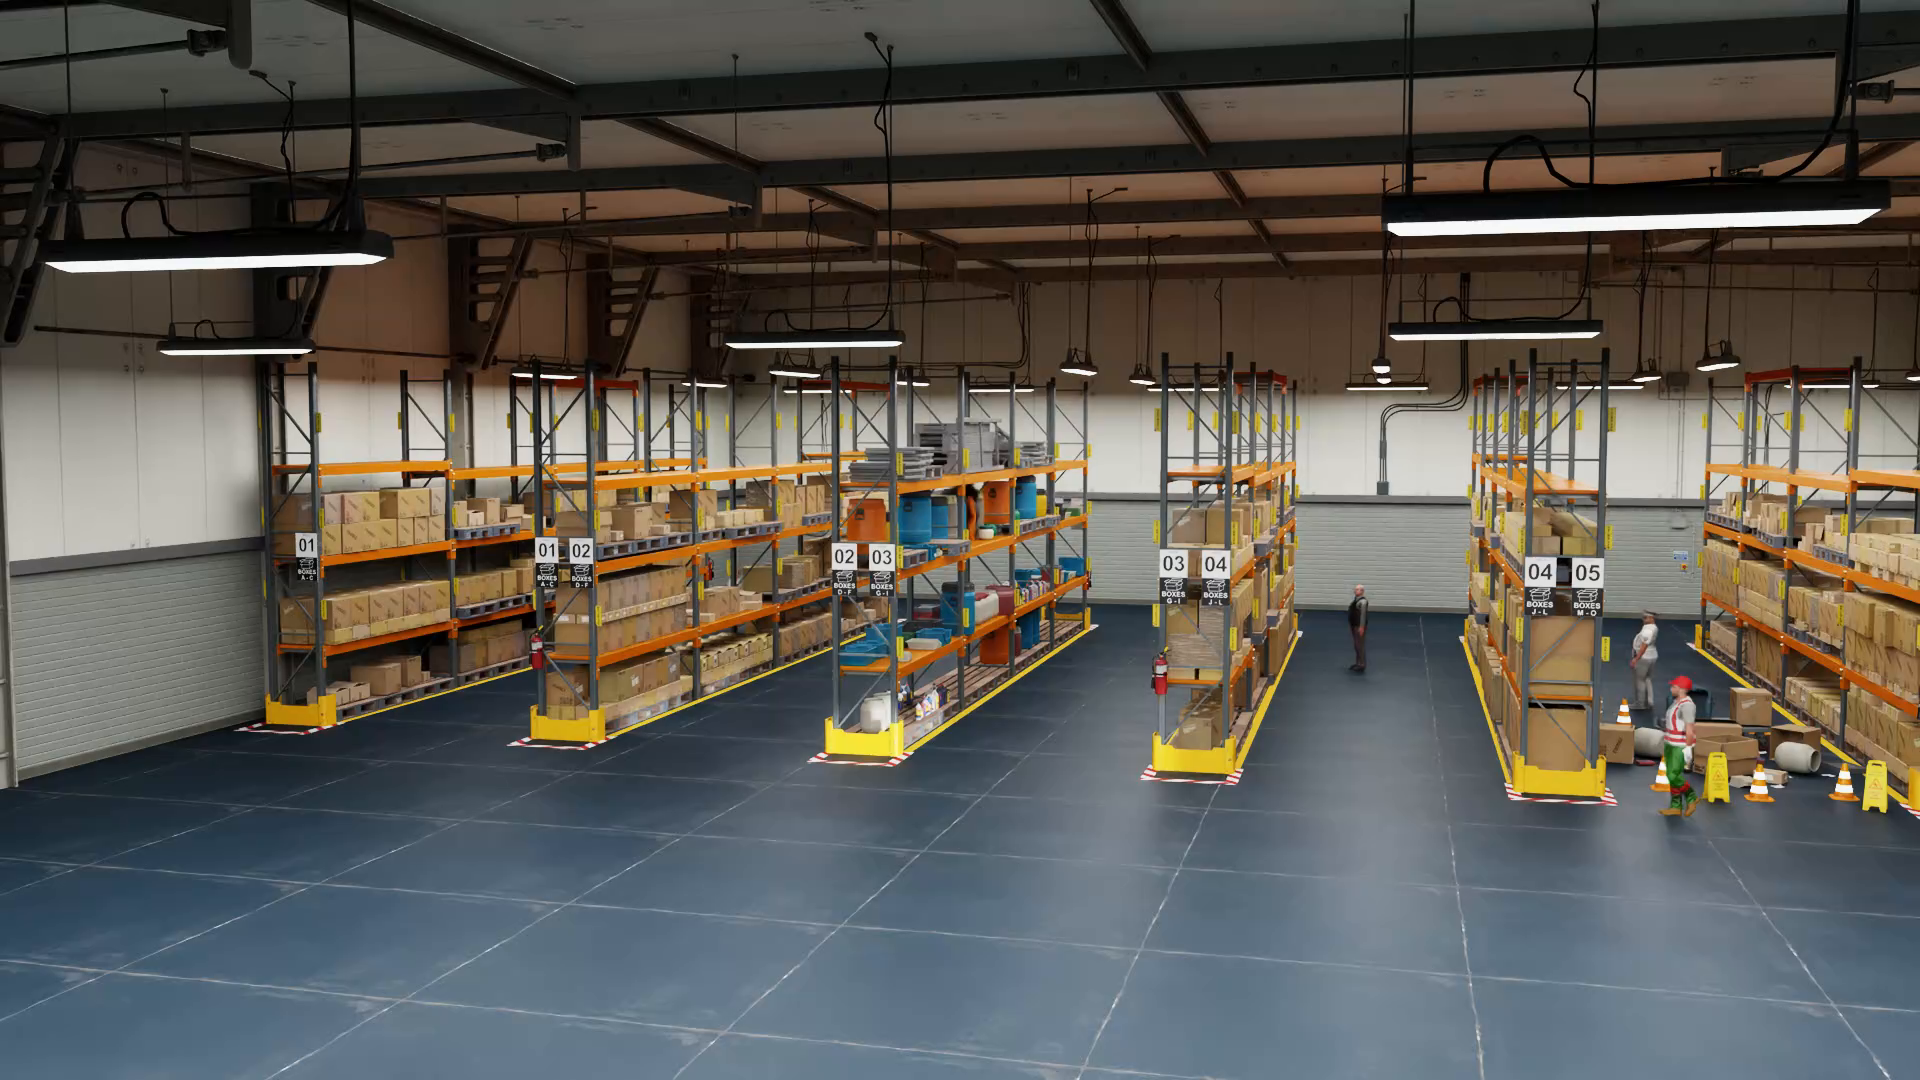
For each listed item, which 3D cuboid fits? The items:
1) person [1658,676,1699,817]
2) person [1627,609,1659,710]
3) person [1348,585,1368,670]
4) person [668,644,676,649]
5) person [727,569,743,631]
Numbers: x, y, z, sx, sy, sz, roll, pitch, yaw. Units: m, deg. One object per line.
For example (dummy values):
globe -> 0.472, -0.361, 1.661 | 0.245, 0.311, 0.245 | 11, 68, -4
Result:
person -> 9.093, 2.608, 21.047 | 0.477, 1.788, 0.532 | -1, 4, -10
person -> 11.907, 2.106, 28.991 | 0.601, 1.816, 0.500 | -3, 5, -39
person -> 8.063, 1.767, 33.710 | 0.368, 1.725, 0.563 | 0, 4, 7
person -> -5.903, 1.741, 34.411 | 0.423, 1.695, 0.509 | 0, 4, 7
person -> -5.337, 1.440, 39.530 | 0.392, 1.551, 0.865 | 1, 4, 17
